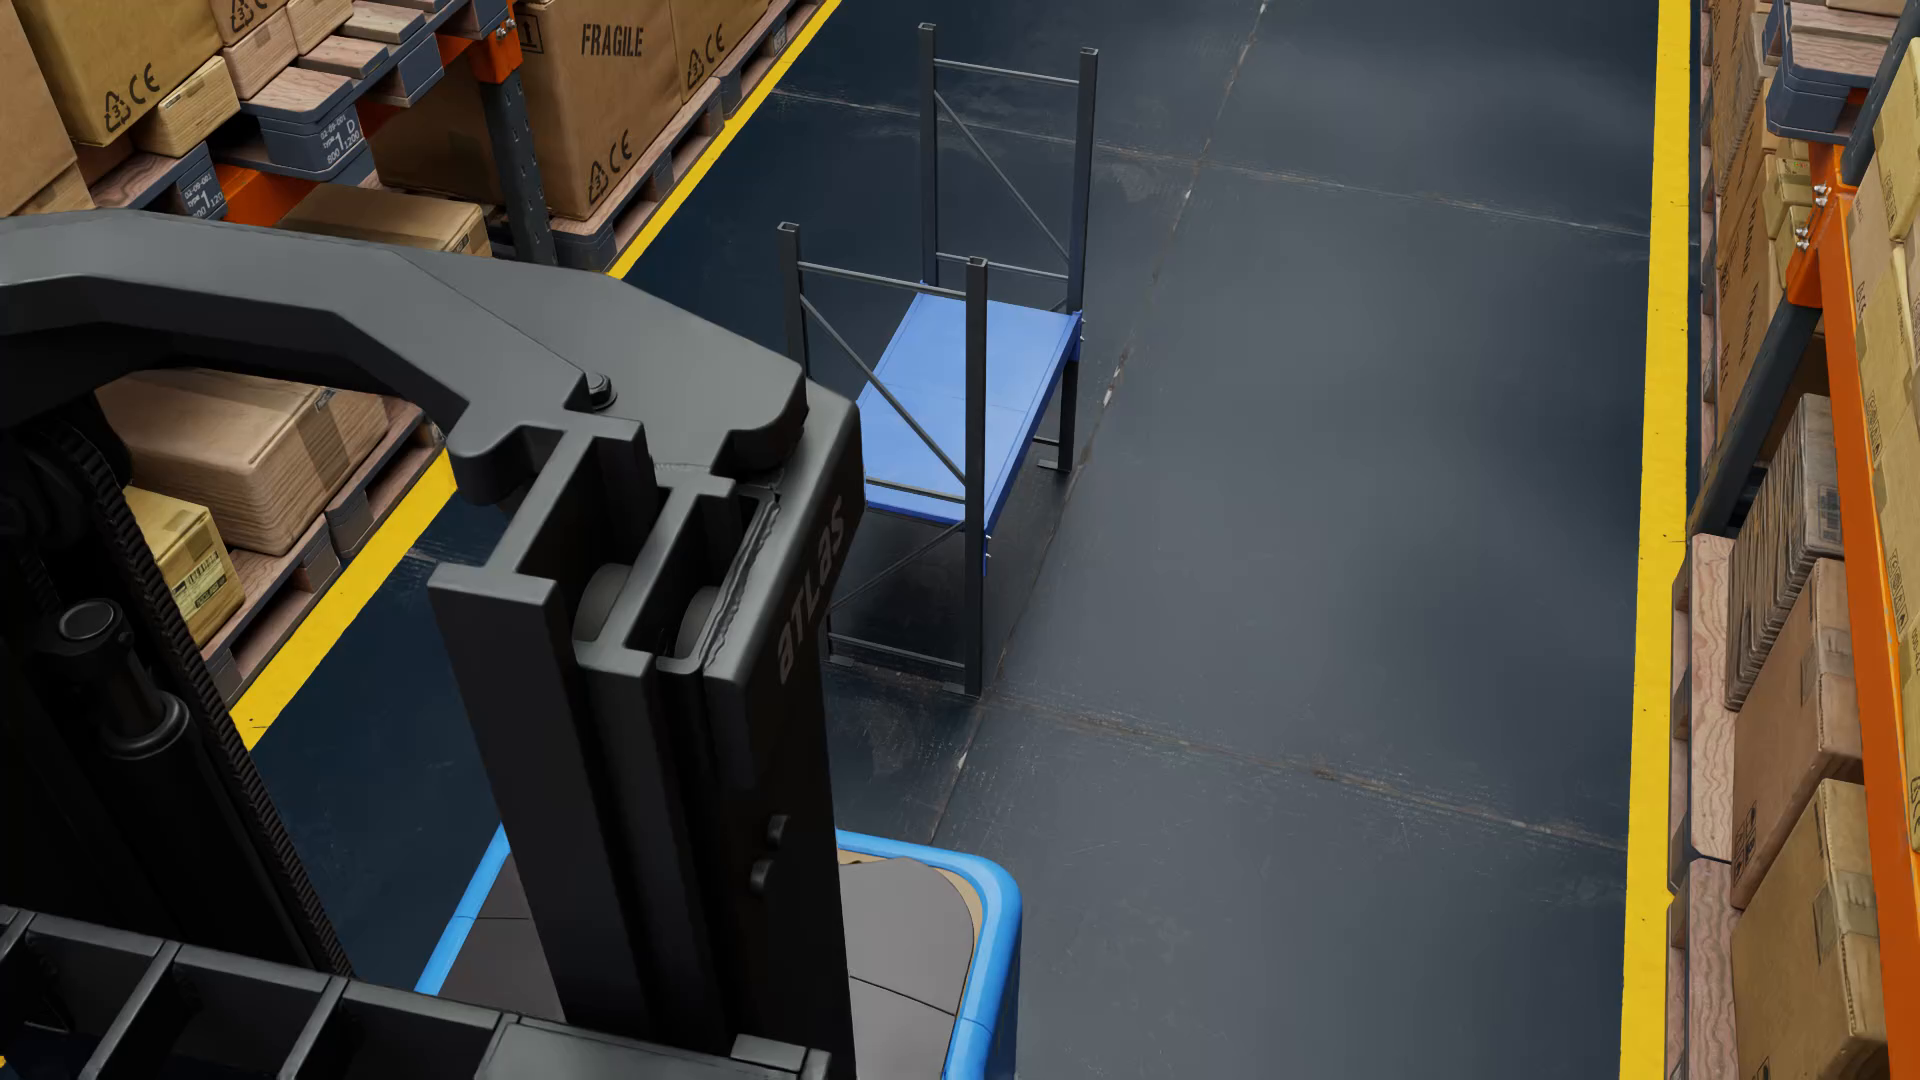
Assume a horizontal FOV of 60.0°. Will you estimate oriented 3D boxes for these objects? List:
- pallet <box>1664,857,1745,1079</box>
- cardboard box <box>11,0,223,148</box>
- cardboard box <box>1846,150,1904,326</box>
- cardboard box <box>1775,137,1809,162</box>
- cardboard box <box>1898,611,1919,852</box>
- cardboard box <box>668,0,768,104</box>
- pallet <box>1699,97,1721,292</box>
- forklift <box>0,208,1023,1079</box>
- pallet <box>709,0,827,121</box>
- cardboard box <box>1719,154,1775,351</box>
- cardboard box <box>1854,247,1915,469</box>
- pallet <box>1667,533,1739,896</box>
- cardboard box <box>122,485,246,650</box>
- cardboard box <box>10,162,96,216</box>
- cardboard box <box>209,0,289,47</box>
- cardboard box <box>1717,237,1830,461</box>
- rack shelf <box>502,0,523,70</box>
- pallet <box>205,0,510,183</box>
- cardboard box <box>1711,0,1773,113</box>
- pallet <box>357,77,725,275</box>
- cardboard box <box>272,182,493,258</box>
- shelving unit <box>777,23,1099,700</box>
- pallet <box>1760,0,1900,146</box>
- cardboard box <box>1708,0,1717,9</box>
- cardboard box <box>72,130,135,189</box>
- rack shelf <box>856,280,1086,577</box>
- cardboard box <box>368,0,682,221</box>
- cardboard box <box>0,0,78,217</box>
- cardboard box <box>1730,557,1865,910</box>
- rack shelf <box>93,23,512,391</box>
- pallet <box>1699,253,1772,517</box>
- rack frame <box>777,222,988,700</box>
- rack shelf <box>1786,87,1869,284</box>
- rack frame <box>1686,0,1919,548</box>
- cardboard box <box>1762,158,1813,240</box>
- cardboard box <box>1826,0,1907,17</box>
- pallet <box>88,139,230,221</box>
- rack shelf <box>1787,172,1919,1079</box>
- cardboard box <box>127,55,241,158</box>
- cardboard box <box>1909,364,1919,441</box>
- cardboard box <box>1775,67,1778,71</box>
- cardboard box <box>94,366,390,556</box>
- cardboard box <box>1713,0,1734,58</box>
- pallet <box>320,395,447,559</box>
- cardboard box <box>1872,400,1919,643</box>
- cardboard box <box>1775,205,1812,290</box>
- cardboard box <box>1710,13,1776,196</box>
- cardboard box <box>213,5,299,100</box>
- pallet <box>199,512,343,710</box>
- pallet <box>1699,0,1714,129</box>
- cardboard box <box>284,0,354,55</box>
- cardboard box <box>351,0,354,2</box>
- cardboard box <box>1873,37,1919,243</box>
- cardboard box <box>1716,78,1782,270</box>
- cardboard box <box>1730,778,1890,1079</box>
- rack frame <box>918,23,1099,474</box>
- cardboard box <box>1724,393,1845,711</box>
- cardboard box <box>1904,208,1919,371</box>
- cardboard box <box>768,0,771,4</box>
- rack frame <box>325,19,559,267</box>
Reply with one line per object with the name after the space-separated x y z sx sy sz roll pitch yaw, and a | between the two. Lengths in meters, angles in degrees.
2.118 1.365 3.704 1.003 0.211 1.213 13 46 13 | pallet
-2.126 -1.278 3.827 0.500 0.500 0.500 10 45 10 | cardboard box
2.409 -0.685 3.913 0.500 0.250 0.500 13 46 13 | cardboard box
2.859 -1.209 5.364 0.380 0.149 0.250 11 45 11 | cardboard box
1.944 0.339 2.866 0.500 0.250 0.500 14 46 14 | cardboard box
-1.393 -2.459 6.837 0.875 0.875 0.875 13 46 13 | cardboard box
3.410 -1.286 6.414 1.003 0.211 1.213 13 46 13 | pallet
-0.693 1.256 1.871 1.130 2.935 3.031 9 45 9 | forklift
-1.274 -2.355 7.506 1.003 0.211 1.213 13 46 13 | pallet
2.861 -0.898 5.510 0.500 0.500 0.500 12 46 12 | cardboard box
2.252 -0.351 3.571 0.500 0.250 0.500 12 46 12 | cardboard box
2.490 0.554 4.533 1.003 0.211 1.213 13 46 13 | pallet
-2.587 0.130 4.551 0.950 0.372 0.625 14 46 14 | cardboard box
-2.224 -0.774 3.776 0.380 0.149 0.250 11 45 11 | cardboard box
-1.974 -1.615 4.171 0.500 0.500 0.500 12 46 12 | cardboard box
2.699 -0.567 5.172 0.500 0.500 0.500 14 46 14 | cardboard box
-1.350 -3.108 6.796 1.077 0.370 4.000 13 46 13 | rack shelf
-2.070 -1.466 4.740 1.213 0.211 1.003 13 46 13 | pallet
3.319 -1.942 6.577 0.500 0.500 0.500 11 45 11 | cardboard box
-1.645 -1.545 6.678 1.003 0.211 1.213 13 46 13 | pallet
-2.136 -0.868 5.571 0.950 0.372 0.625 10 45 10 | cardboard box
-0.026 -0.479 4.667 0.538 1.500 1.048 13 46 13 | shelving unit
2.915 -1.381 4.654 1.213 0.211 1.003 13 46 13 | pallet
3.627 -2.631 7.281 0.500 0.500 0.500 14 46 14 | cardboard box
-2.226 -0.959 3.965 0.380 0.149 0.250 13 46 13 | cardboard box
-0.026 -0.351 4.793 0.538 0.185 1.000 13 46 13 | rack shelf
-1.667 -1.865 6.230 0.875 0.875 0.875 12 46 12 | cardboard box
-2.292 -0.915 3.456 0.500 0.500 0.500 11 45 11 | cardboard box
2.384 0.566 3.925 0.875 0.625 0.625 14 46 14 | cardboard box
-2.561 -0.442 4.071 1.077 0.370 4.000 13 46 13 | rack shelf
3.038 -0.476 5.585 1.003 0.211 1.213 13 46 13 | pallet
-0.180 -0.140 4.321 0.500 1.500 0.032 13 46 13 | rack frame
3.382 -2.059 5.724 1.077 0.370 4.000 13 46 13 | rack shelf
2.776 -0.983 4.110 1.000 3.000 0.127 13 46 13 | rack frame
2.738 -1.043 5.194 0.380 0.149 0.250 10 45 10 | cardboard box
2.609 -1.562 4.581 0.380 0.149 0.250 13 46 13 | cardboard box
-2.516 -0.635 3.891 1.003 0.211 1.213 13 46 13 | pallet
2.171 0.607 2.999 1.077 0.370 4.000 13 46 13 | rack shelf
-2.030 -1.100 4.109 0.380 0.149 0.250 13 46 13 | cardboard box
2.081 -0.185 3.045 0.500 0.250 0.500 11 46 11 | cardboard box
3.113 -1.732 5.899 0.380 0.149 0.250 11 45 11 | cardboard box
-2.352 -0.375 5.067 0.950 0.372 0.625 12 46 12 | cardboard box
3.475 -2.274 6.916 0.500 0.500 0.500 12 46 12 | cardboard box
-2.194 -0.515 5.625 1.003 0.211 1.213 13 46 13 | pallet
2.103 -0.006 3.219 0.500 0.250 0.500 11 45 11 | cardboard box
2.684 -0.854 5.002 0.380 0.149 0.250 10 45 11 | cardboard box
3.156 -1.598 6.225 0.500 0.500 0.500 11 45 11 | cardboard box
-1.960 -1.286 4.299 0.380 0.149 0.250 11 45 11 | cardboard box
-2.565 0.296 4.797 1.003 0.211 1.213 13 46 13 | pallet
3.777 -2.102 7.248 1.003 0.211 1.213 13 46 13 | pallet
-1.876 -1.452 4.469 0.380 0.149 0.250 12 46 12 | cardboard box
-1.843 -1.630 4.650 0.380 0.149 0.250 13 46 13 | cardboard box
2.385 -0.869 3.743 0.500 0.250 0.500 12 46 12 | cardboard box
3.017 -1.248 5.867 0.500 0.500 0.500 14 46 14 | cardboard box
2.180 1.015 3.466 0.875 0.625 0.625 11 45 11 | cardboard box
0.128 -0.818 5.014 0.500 1.500 0.032 13 46 13 | rack frame
2.574 0.129 4.372 0.875 0.625 0.625 14 46 14 | cardboard box
2.256 -0.531 3.397 0.500 0.250 0.500 14 46 14 | cardboard box
-1.122 -3.055 7.446 0.875 0.875 0.875 14 46 14 | cardboard box
-1.956 -2.032 5.182 1.000 3.000 0.127 13 46 13 | rack frame
